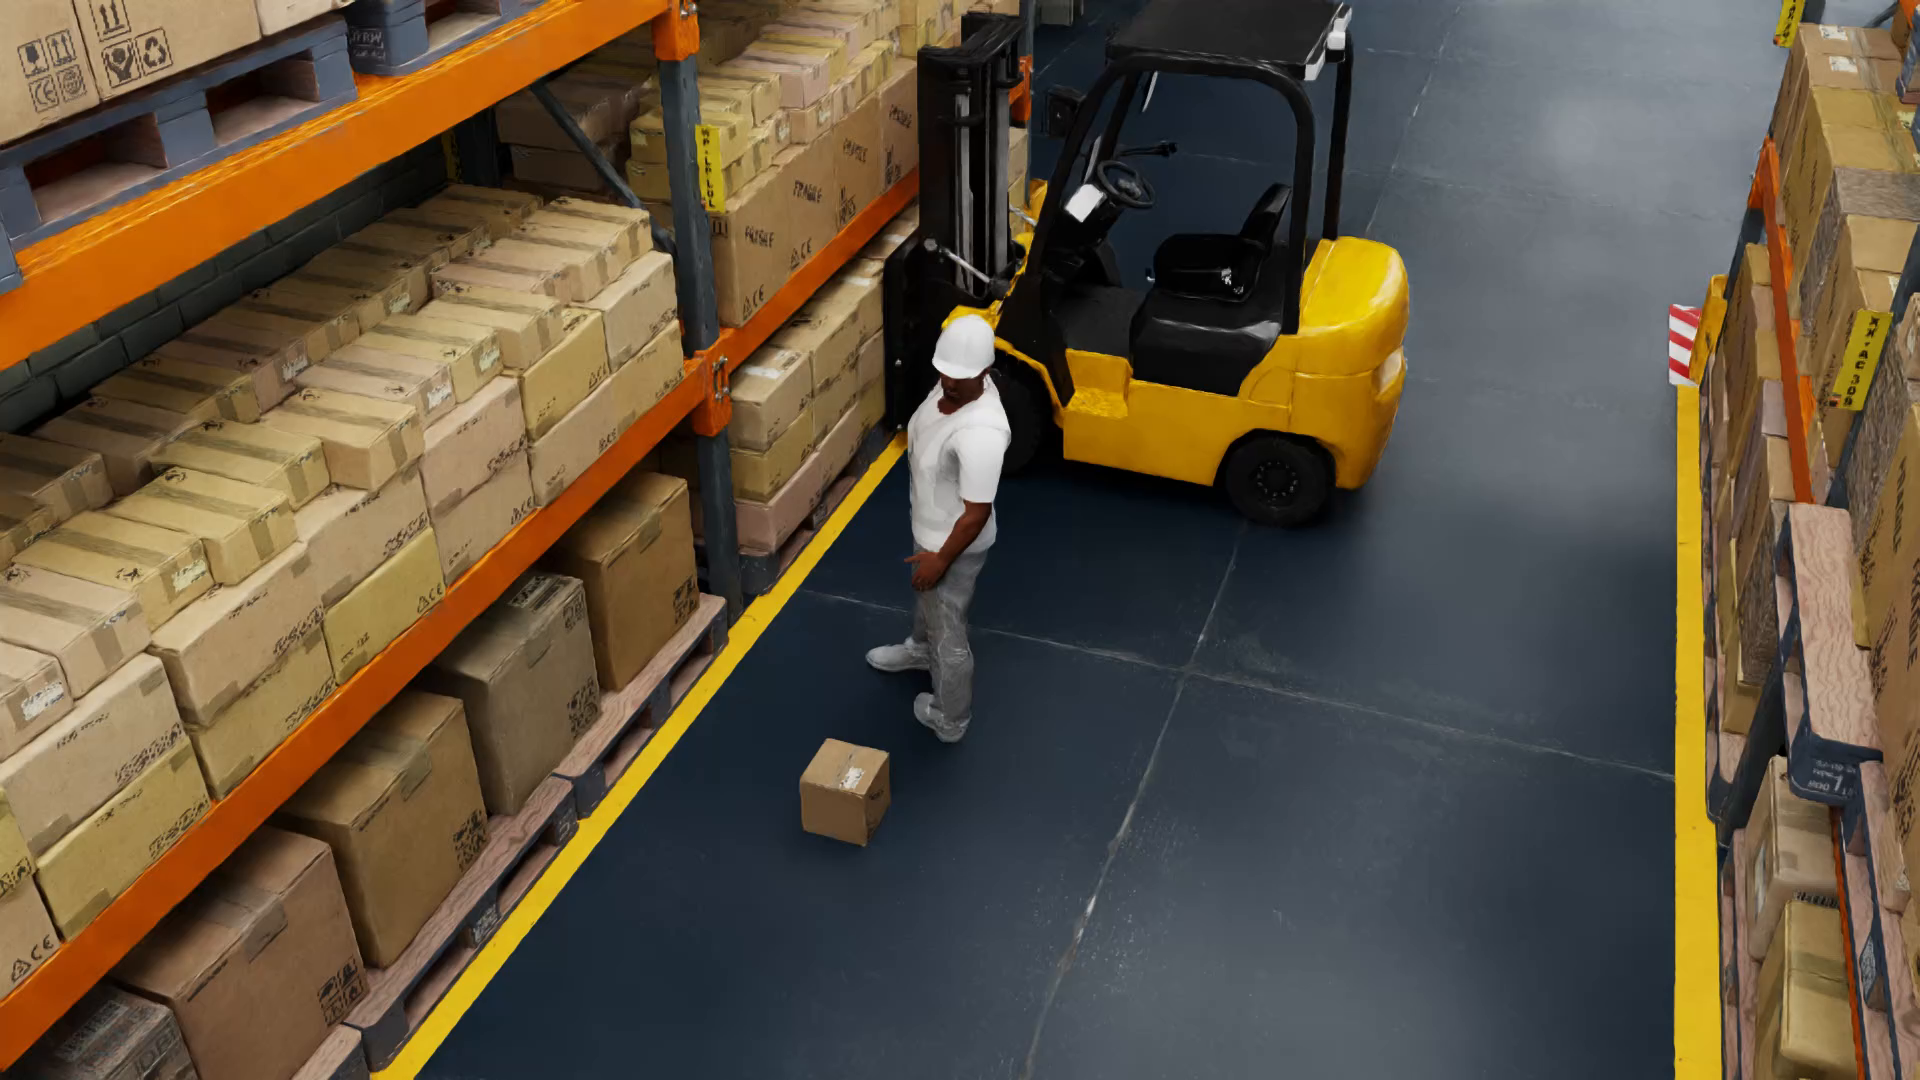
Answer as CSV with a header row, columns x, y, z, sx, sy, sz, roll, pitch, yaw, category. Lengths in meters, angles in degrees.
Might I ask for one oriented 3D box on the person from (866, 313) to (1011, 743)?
x,y,z,sx,sy,sz,roll,pitch,yaw,category
-0.103,-0.066,6.217,0.545,1.771,0.685,-2,33,-3,person
